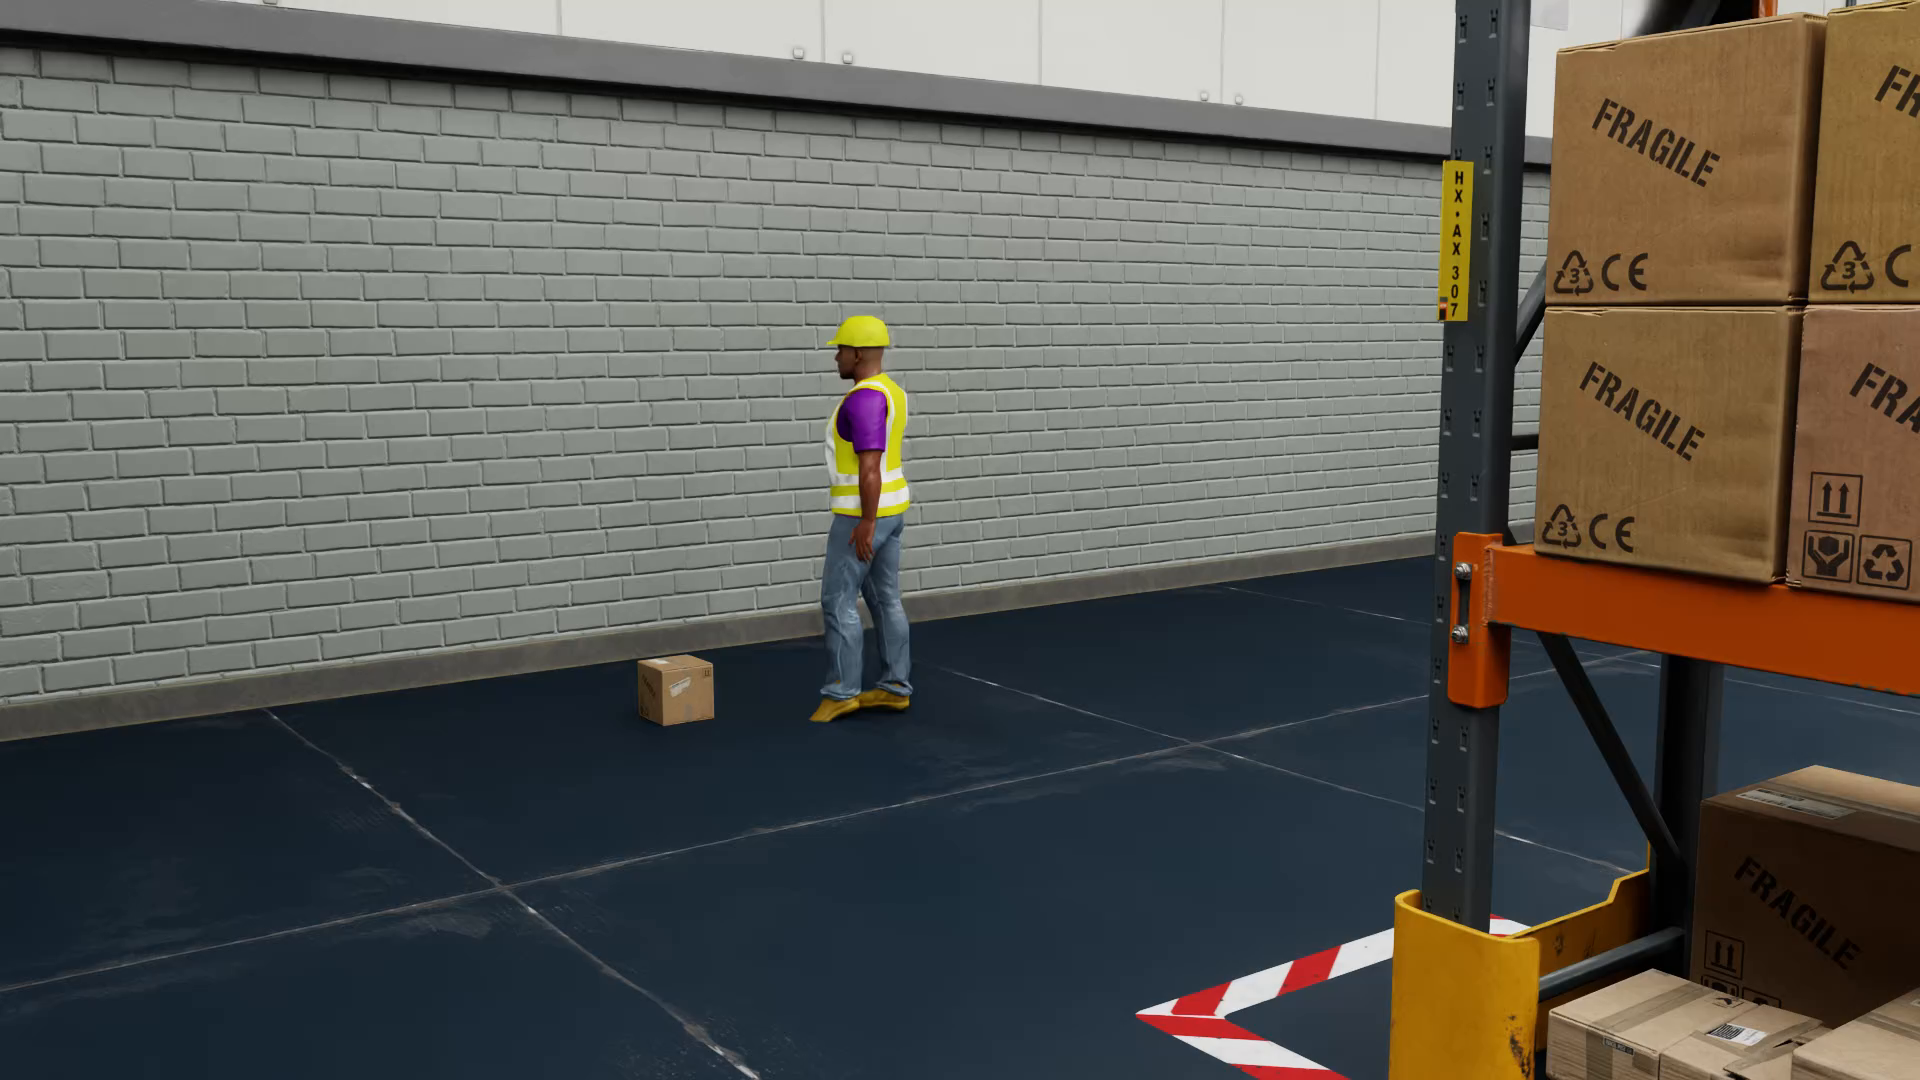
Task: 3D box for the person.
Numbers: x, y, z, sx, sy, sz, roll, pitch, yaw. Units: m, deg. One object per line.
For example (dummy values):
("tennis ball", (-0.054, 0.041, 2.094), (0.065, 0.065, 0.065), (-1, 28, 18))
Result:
("person", (-0.444, -0.070, 7.433), (0.481, 1.848, 0.585), (2, 8, 15))
